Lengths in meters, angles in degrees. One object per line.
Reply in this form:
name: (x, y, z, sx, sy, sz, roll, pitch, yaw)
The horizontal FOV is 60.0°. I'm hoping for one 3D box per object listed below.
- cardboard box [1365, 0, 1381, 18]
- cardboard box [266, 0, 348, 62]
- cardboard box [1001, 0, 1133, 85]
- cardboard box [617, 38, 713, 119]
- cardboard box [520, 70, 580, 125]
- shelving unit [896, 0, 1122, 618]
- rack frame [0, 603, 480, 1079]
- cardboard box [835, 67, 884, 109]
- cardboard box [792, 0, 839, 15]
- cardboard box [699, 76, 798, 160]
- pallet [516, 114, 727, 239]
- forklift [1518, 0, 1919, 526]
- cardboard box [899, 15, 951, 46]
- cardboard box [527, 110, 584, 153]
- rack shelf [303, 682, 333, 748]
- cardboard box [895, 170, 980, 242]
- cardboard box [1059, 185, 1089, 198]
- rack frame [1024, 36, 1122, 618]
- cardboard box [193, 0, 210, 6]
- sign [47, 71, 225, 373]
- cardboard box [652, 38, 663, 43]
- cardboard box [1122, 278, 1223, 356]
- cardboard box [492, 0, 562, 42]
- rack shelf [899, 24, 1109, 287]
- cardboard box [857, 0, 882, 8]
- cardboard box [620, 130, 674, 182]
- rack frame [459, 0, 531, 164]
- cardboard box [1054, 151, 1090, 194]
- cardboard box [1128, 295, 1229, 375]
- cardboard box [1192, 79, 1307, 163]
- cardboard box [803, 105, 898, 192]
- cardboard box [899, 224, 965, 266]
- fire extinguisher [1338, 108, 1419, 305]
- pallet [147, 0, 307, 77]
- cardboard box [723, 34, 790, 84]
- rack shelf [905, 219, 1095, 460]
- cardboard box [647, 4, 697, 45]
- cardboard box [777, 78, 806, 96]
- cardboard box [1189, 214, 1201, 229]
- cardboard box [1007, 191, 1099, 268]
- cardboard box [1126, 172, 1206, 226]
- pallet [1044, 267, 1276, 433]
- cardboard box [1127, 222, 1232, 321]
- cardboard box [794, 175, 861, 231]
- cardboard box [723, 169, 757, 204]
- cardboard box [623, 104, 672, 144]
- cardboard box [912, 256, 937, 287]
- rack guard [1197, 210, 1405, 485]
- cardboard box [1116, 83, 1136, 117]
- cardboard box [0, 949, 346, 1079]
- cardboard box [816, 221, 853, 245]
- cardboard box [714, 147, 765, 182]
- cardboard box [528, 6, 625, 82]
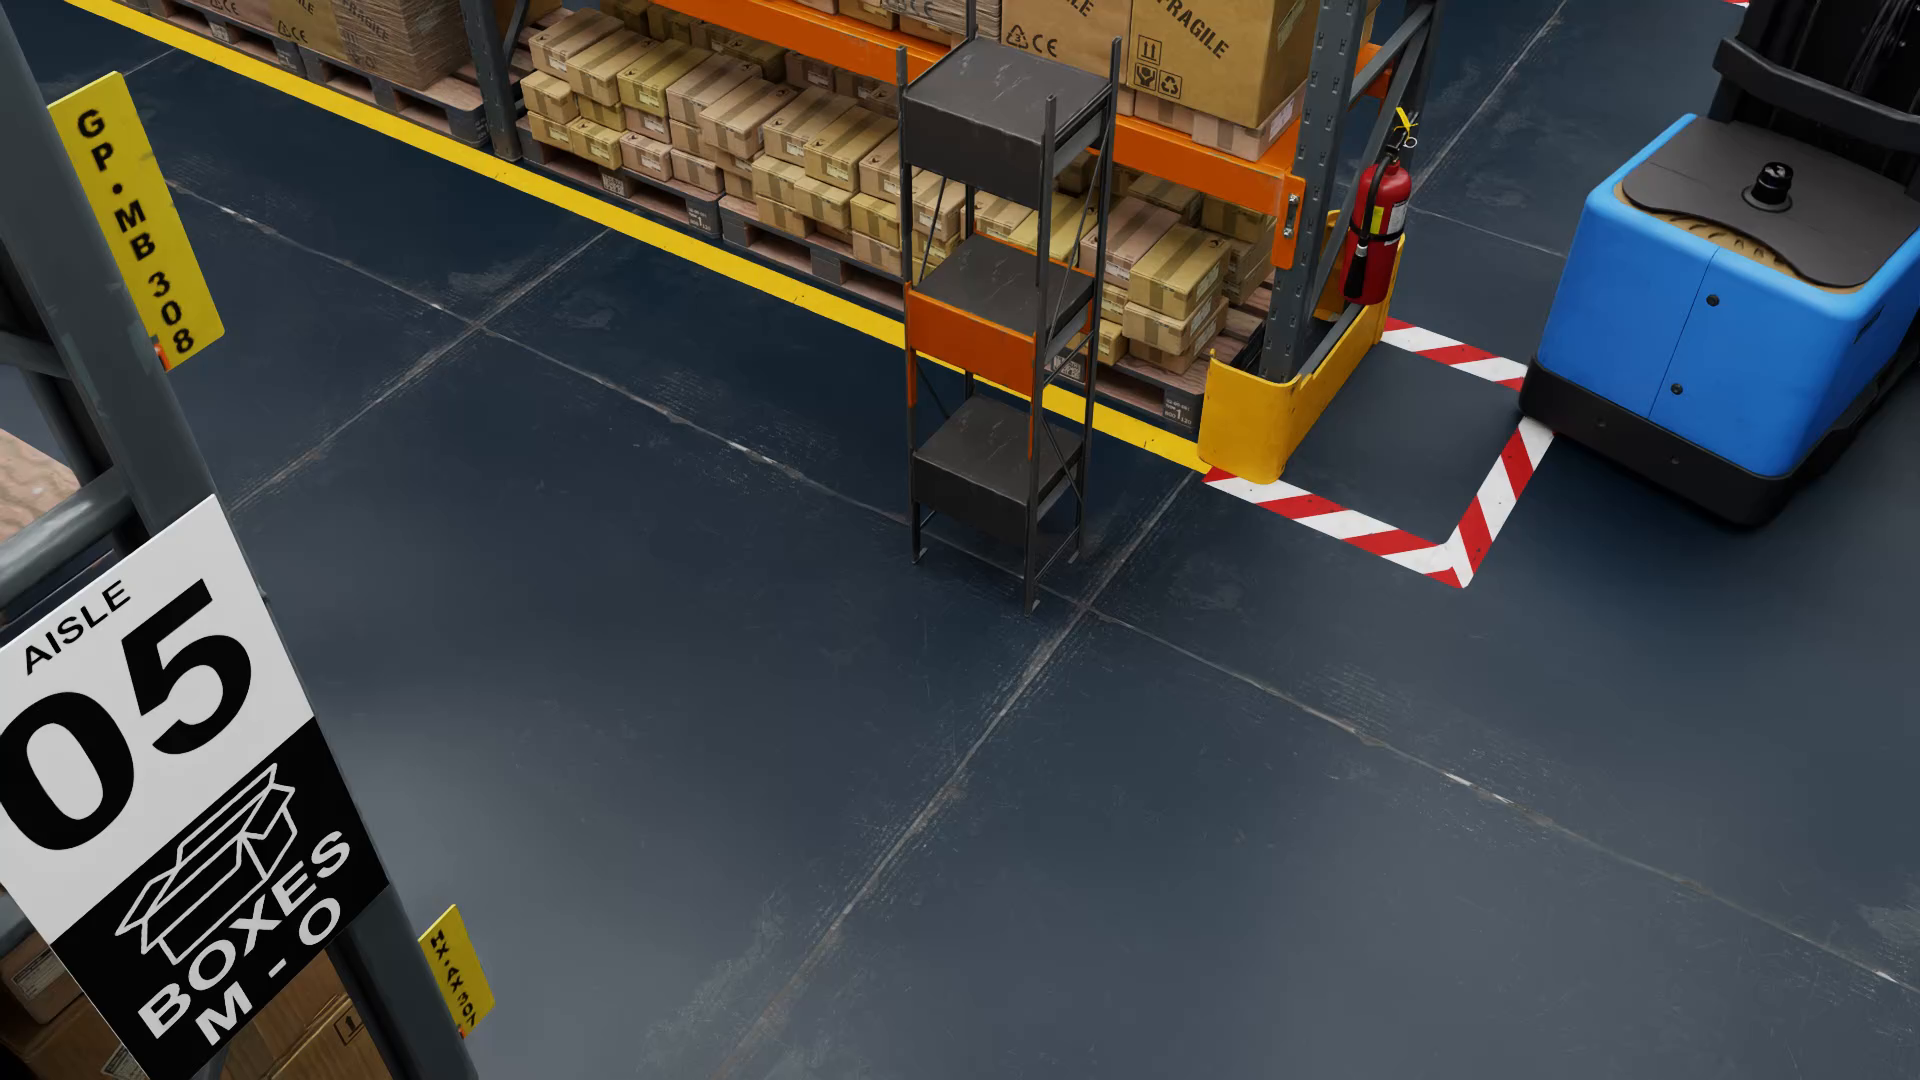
cardboard box: (1.207, -2.111, 5.932, 0.500, 0.500, 0.500, 27, 52, 24)
cardboard box: (-3.122, -2.789, 8.319, 0.500, 0.500, 0.500, 24, 50, 21)
cardboard box: (0.488, -1.991, 5.816, 0.500, 0.500, 0.500, 24, 50, 22)
cardboard box: (-1.314, -2.071, 7.451, 0.250, 0.149, 0.380, 24, 50, 22)
cardboard box: (-1.799, -2.103, 7.690, 0.250, 0.149, 0.380, 27, 52, 24)
shelving unit: (0.139, -0.668, 5.435, 0.503, 2.100, 0.431, 25, 51, 22)
rack frame: (-1.152, 1.396, 2.802, 0.127, 3.000, 1.000, 25, 51, 22)
cardboard box: (-0.354, -2.099, 7.479, 0.250, 0.149, 0.380, 23, 50, 21)
cardboard box: (-0.484, -2.229, 6.500, 0.250, 0.149, 0.380, 27, 51, 23)
cardboard box: (-0.912, -1.836, 7.223, 0.250, 0.149, 0.380, 26, 51, 23)
pallet: (-1.347, -1.970, 8.017, 1.213, 0.211, 1.003, 25, 51, 22)
forklift: (3.626, -2.035, 6.184, 1.130, 2.935, 3.031, 34, 55, 29)
cardboard box: (-0.028, -2.052, 6.327, 0.250, 0.149, 0.380, 23, 50, 21)
cardboard box: (-1.798, -1.998, 7.795, 0.250, 0.149, 0.380, 23, 50, 20)
rack shelf: (-2.835, -0.173, 2.737, 4.000, 0.370, 1.077, 25, 51, 22)
cardboard box: (-0.054, -1.408, 6.807, 0.250, 0.149, 0.380, 27, 51, 23)
cardboard box: (0.522, -1.592, 7.193, 0.250, 0.149, 0.380, 26, 51, 23)
rack frame: (0.345, -0.573, 5.343, 0.015, 2.100, 0.400, 25, 51, 22)
cardboard box: (-3.981, -3.188, 8.706, 0.500, 0.500, 0.500, 23, 50, 21)
sign: (-0.847, -0.314, 1.708, 0.005, 0.325, 0.100, 25, 51, 22)
cardboard box: (-1.260, -2.409, 7.987, 0.250, 0.149, 0.380, 22, 50, 20)
cardboard box: (0.837, -0.920, 6.540, 0.250, 0.149, 0.380, 23, 50, 21)
cardboard box: (-2.410, -2.902, 8.428, 0.500, 0.500, 0.500, 27, 51, 24)
rack shelf: (0.139, -1.146, 4.942, 0.480, 0.518, 0.431, 25, 51, 22)
cardboard box: (-0.358, -2.381, 6.195, 0.500, 0.500, 0.500, 27, 52, 24)
cardboard box: (-1.337, -1.830, 7.632, 0.250, 0.149, 0.380, 24, 51, 22)
rack frame: (-1.931, -3.180, 7.249, 0.127, 3.000, 1.000, 25, 51, 22)
cardboard box: (0.485, -1.655, 7.047, 0.250, 0.149, 0.380, 22, 50, 20)
cardboard box: (0.880, -0.862, 6.691, 0.250, 0.149, 0.380, 26, 51, 23)
cardboard box: (1.009, -1.500, 5.791, 0.250, 0.149, 0.380, 25, 51, 22)
cardboard box: (-0.451, -1.662, 7.053, 0.250, 0.149, 0.380, 25, 51, 22)
cardboard box: (-0.044, -1.313, 6.922, 0.250, 0.149, 0.380, 25, 51, 23)
fire extinguisher: (1.399, -1.099, 5.540, 0.183, 0.674, 0.296, 25, 51, 22)
pallet: (-3.618, -2.981, 8.999, 1.213, 0.211, 1.003, 25, 51, 22)
cardboard box: (-0.865, -2.245, 7.620, 0.250, 0.149, 0.380, 26, 51, 23)
rack shelf: (0.139, -0.658, 5.444, 0.480, 0.518, 0.431, 25, 51, 22)
cardboard box: (-1.255, -2.485, 7.853, 0.250, 0.149, 0.380, 25, 51, 23)
cardboard box: (-0.642, -2.073, 7.661, 0.250, 0.149, 0.380, 26, 51, 23)
cardboard box: (0.933, -1.386, 6.993, 0.250, 0.149, 0.380, 24, 51, 22)
cardboard box: (0.386, -1.199, 6.604, 0.250, 0.149, 0.380, 24, 50, 21)
cardboard box: (0.881, -1.434, 6.832, 0.250, 0.149, 0.380, 26, 51, 23)
pallet: (0.707, -1.025, 7.099, 1.213, 0.211, 1.003, 25, 51, 22)
cardboard box: (0.853, -1.044, 6.453, 0.250, 0.149, 0.380, 25, 51, 23)
cardboard box: (-0.496, -1.513, 7.117, 0.250, 0.149, 0.380, 25, 51, 22)
cardboard box: (-0.851, -1.679, 7.485, 0.250, 0.149, 0.380, 23, 50, 21)
cardboard box: (-1.313, -1.987, 7.577, 0.250, 0.149, 0.380, 24, 51, 22)
cardboard box: (-0.030, -1.204, 7.023, 0.250, 0.149, 0.380, 23, 50, 20)
rack guard: (1.372, -0.790, 6.669, 0.348, 0.500, 1.175, 25, 51, 22)
cardboard box: (0.600, -1.707, 5.992, 0.250, 0.149, 0.380, 24, 51, 22)
cardboard box: (-1.402, 0.655, 2.755, 0.500, 0.500, 0.500, 24, 50, 21)
cardboard box: (-0.422, -1.465, 7.277, 0.250, 0.149, 0.380, 26, 51, 23)
cardboard box: (-0.868, -1.760, 7.356, 0.250, 0.149, 0.380, 27, 52, 24)
cardboard box: (-1.753, -2.282, 7.656, 0.250, 0.149, 0.380, 27, 51, 24)
